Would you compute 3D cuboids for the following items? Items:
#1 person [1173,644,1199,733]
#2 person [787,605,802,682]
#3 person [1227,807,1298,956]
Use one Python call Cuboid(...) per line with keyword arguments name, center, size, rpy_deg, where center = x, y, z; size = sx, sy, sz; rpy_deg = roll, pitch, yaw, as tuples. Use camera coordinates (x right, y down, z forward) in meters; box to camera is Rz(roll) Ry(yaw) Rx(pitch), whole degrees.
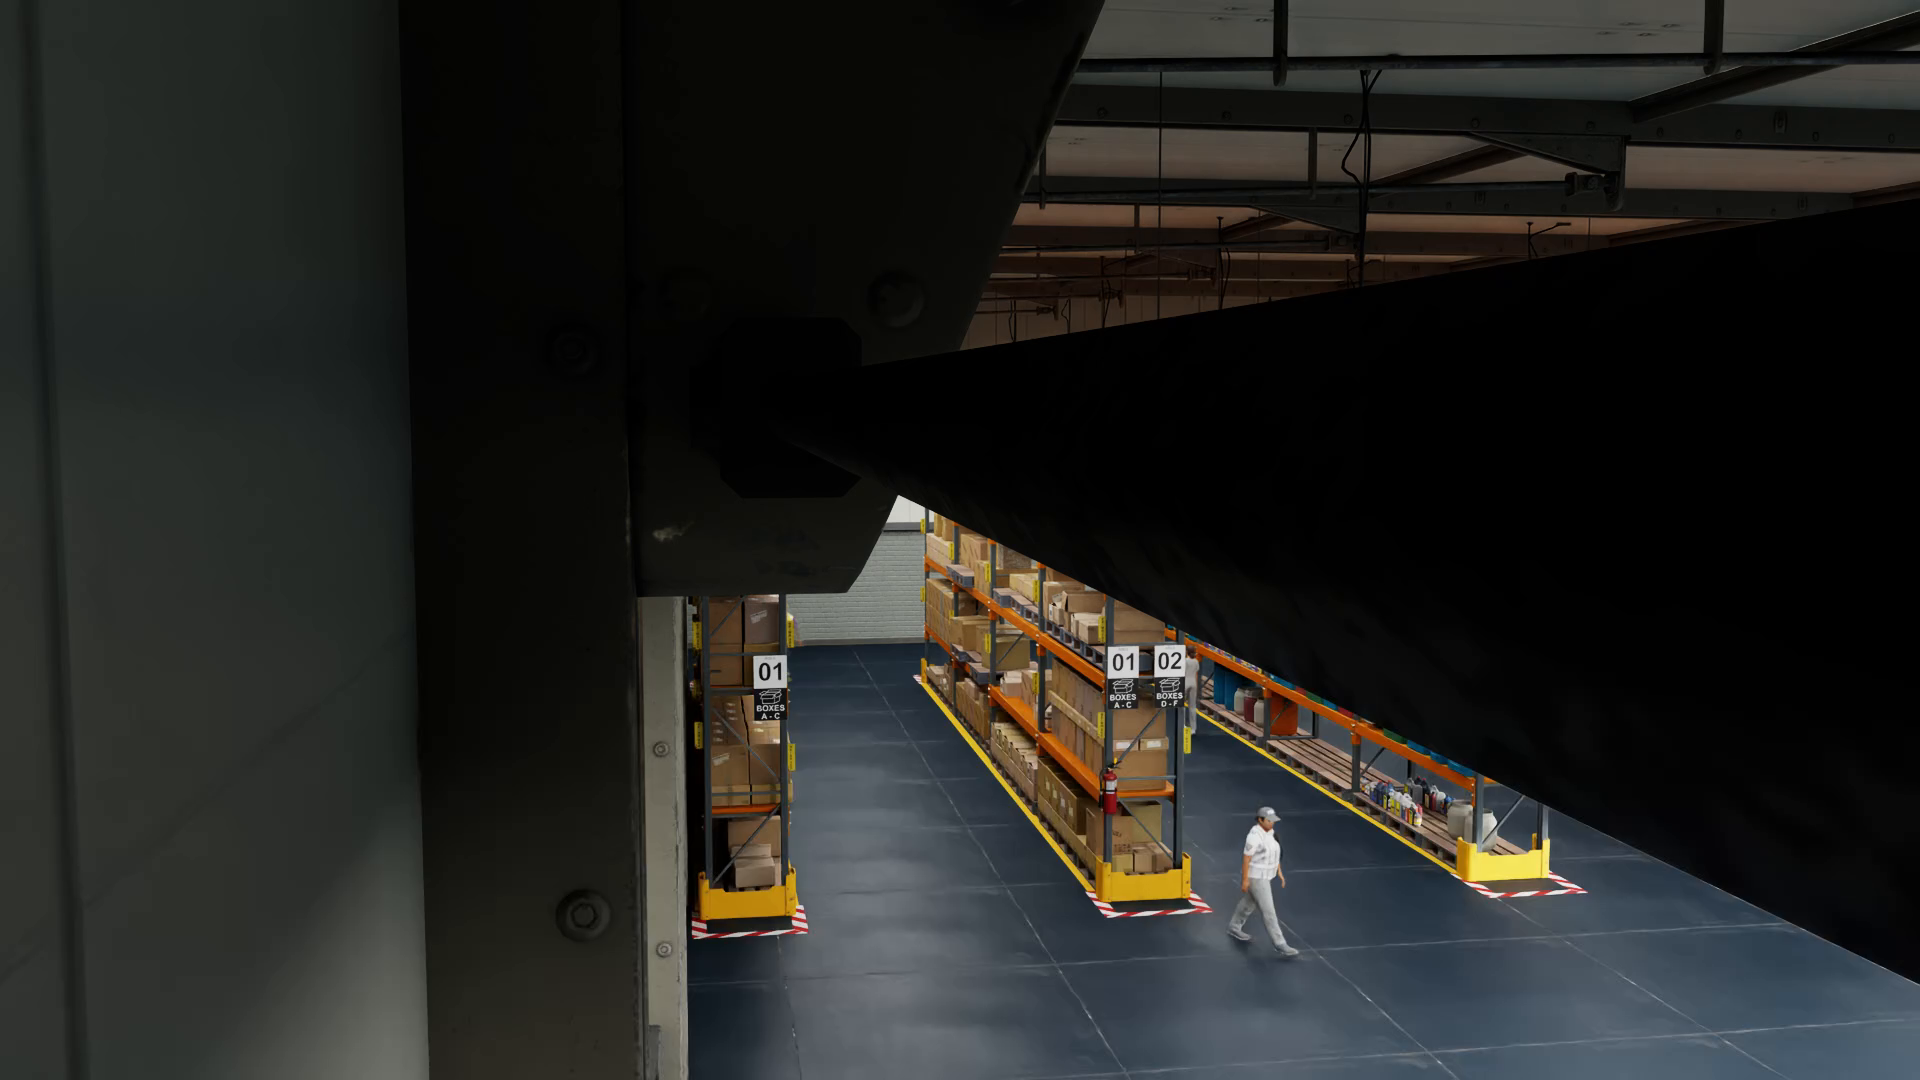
Cuboid(name="person", center=(4.282, 2.797, 31.046), size=(0.452, 1.715, 0.595), rpy_deg=(-1, 5, -16))
Cuboid(name="person", center=(-3.826, 2.235, 36.625), size=(0.661, 1.702, 1.073), rpy_deg=(-3, 6, -29))
Cuboid(name="person", center=(3.470, 3.837, 18.944), size=(0.988, 1.608, 0.530), rpy_deg=(3, 6, 32))
